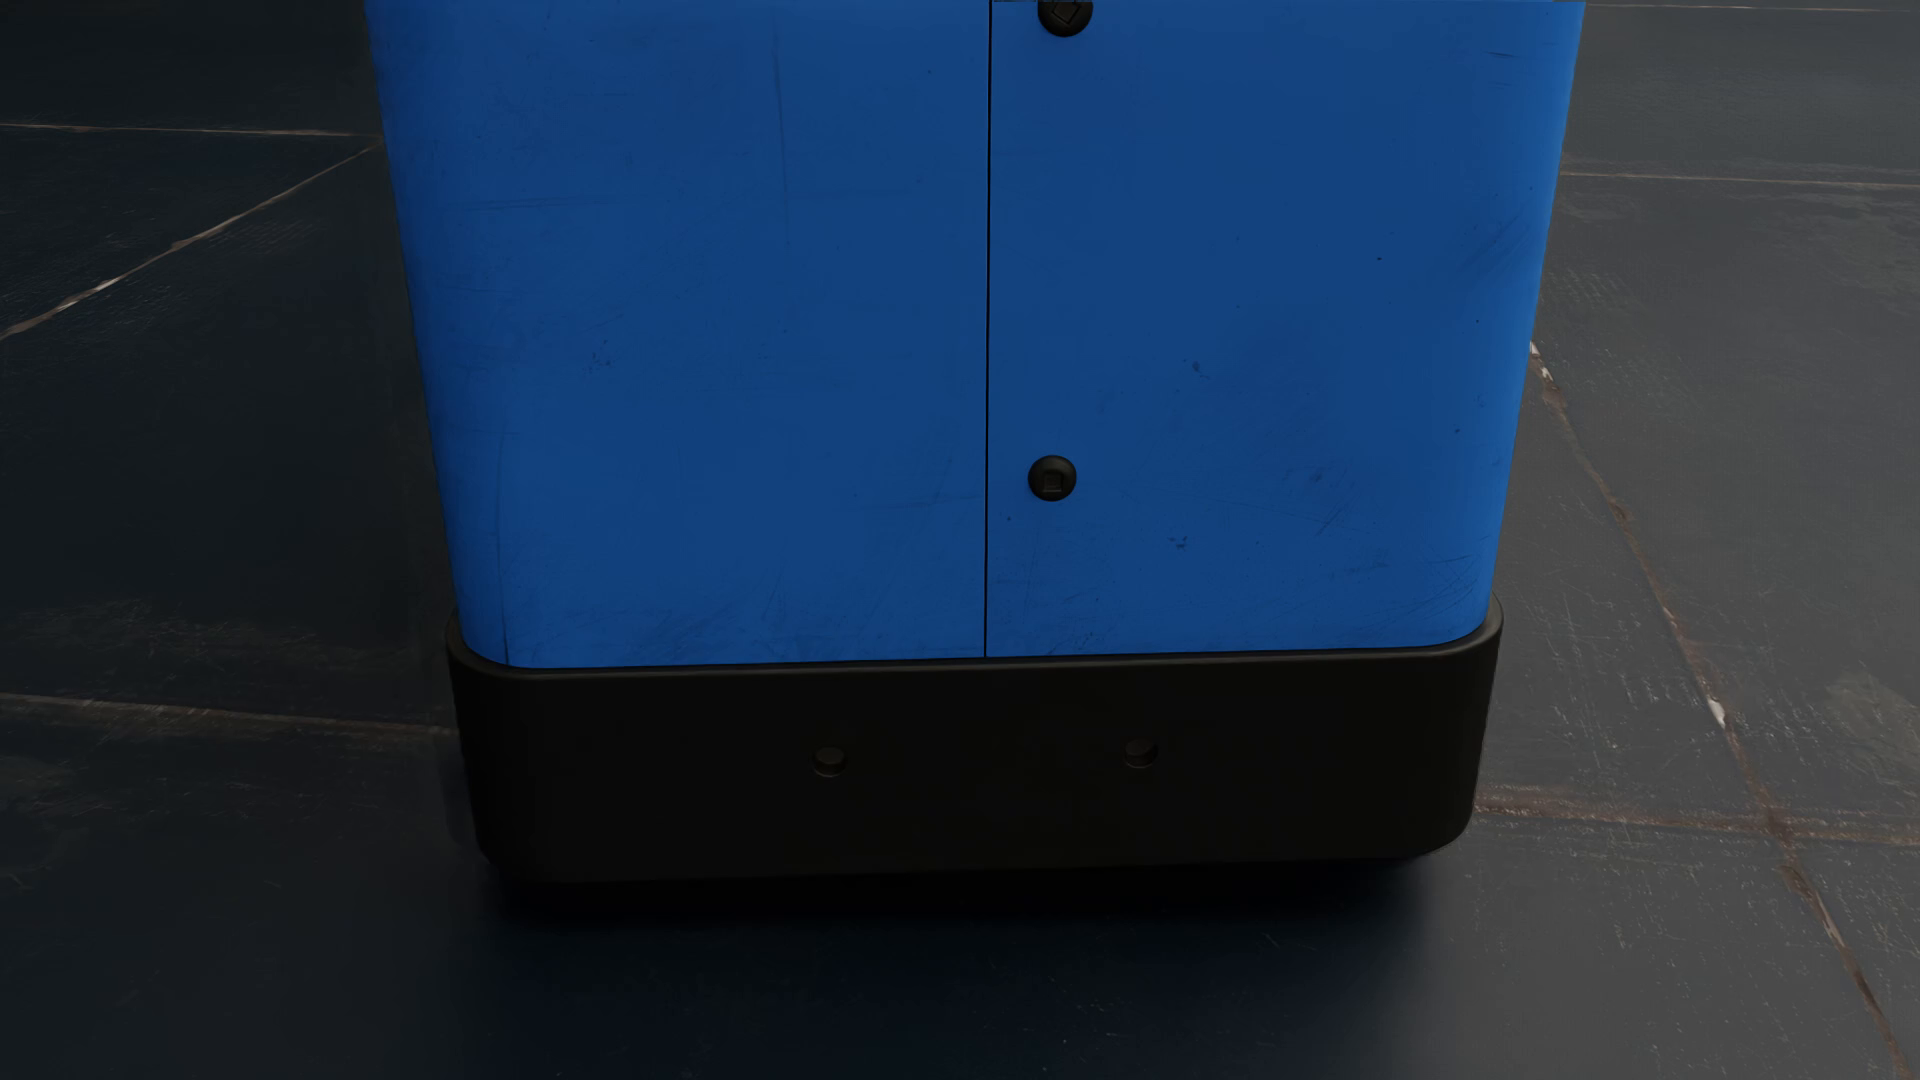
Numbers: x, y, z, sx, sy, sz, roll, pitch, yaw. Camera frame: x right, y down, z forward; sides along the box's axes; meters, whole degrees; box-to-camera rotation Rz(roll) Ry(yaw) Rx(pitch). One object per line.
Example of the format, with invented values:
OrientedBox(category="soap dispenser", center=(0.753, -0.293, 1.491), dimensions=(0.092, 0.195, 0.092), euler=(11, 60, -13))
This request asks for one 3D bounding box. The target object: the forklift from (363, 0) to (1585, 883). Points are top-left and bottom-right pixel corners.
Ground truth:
OrientedBox(category="forklift", center=(-0.050, -1.590, 2.403), dimensions=(1.130, 2.935, 3.031), euler=(-1, 27, -3))
